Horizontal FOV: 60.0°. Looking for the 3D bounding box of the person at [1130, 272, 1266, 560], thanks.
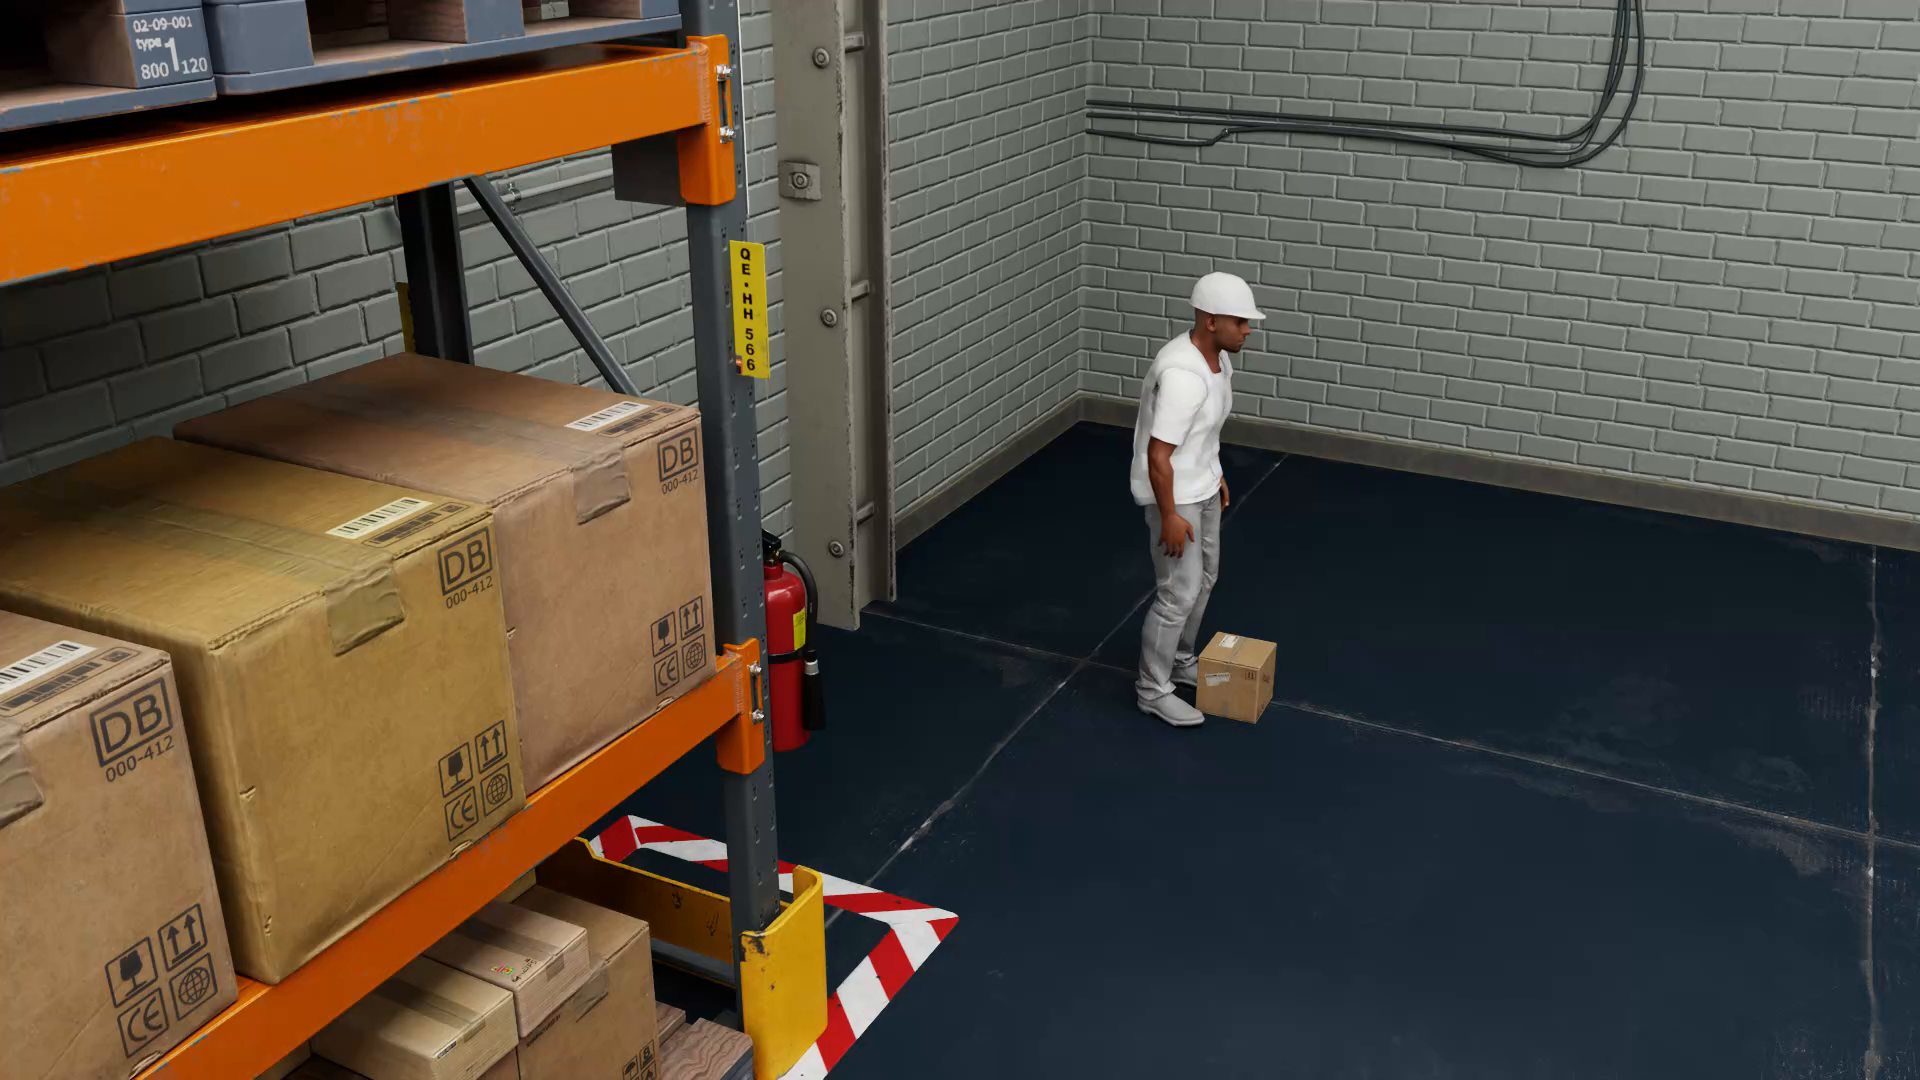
[{"bbox_3d":[0.909,-0.502,6.362,0.463,1.059,0.633,11,25,24],"label":"person"}]
